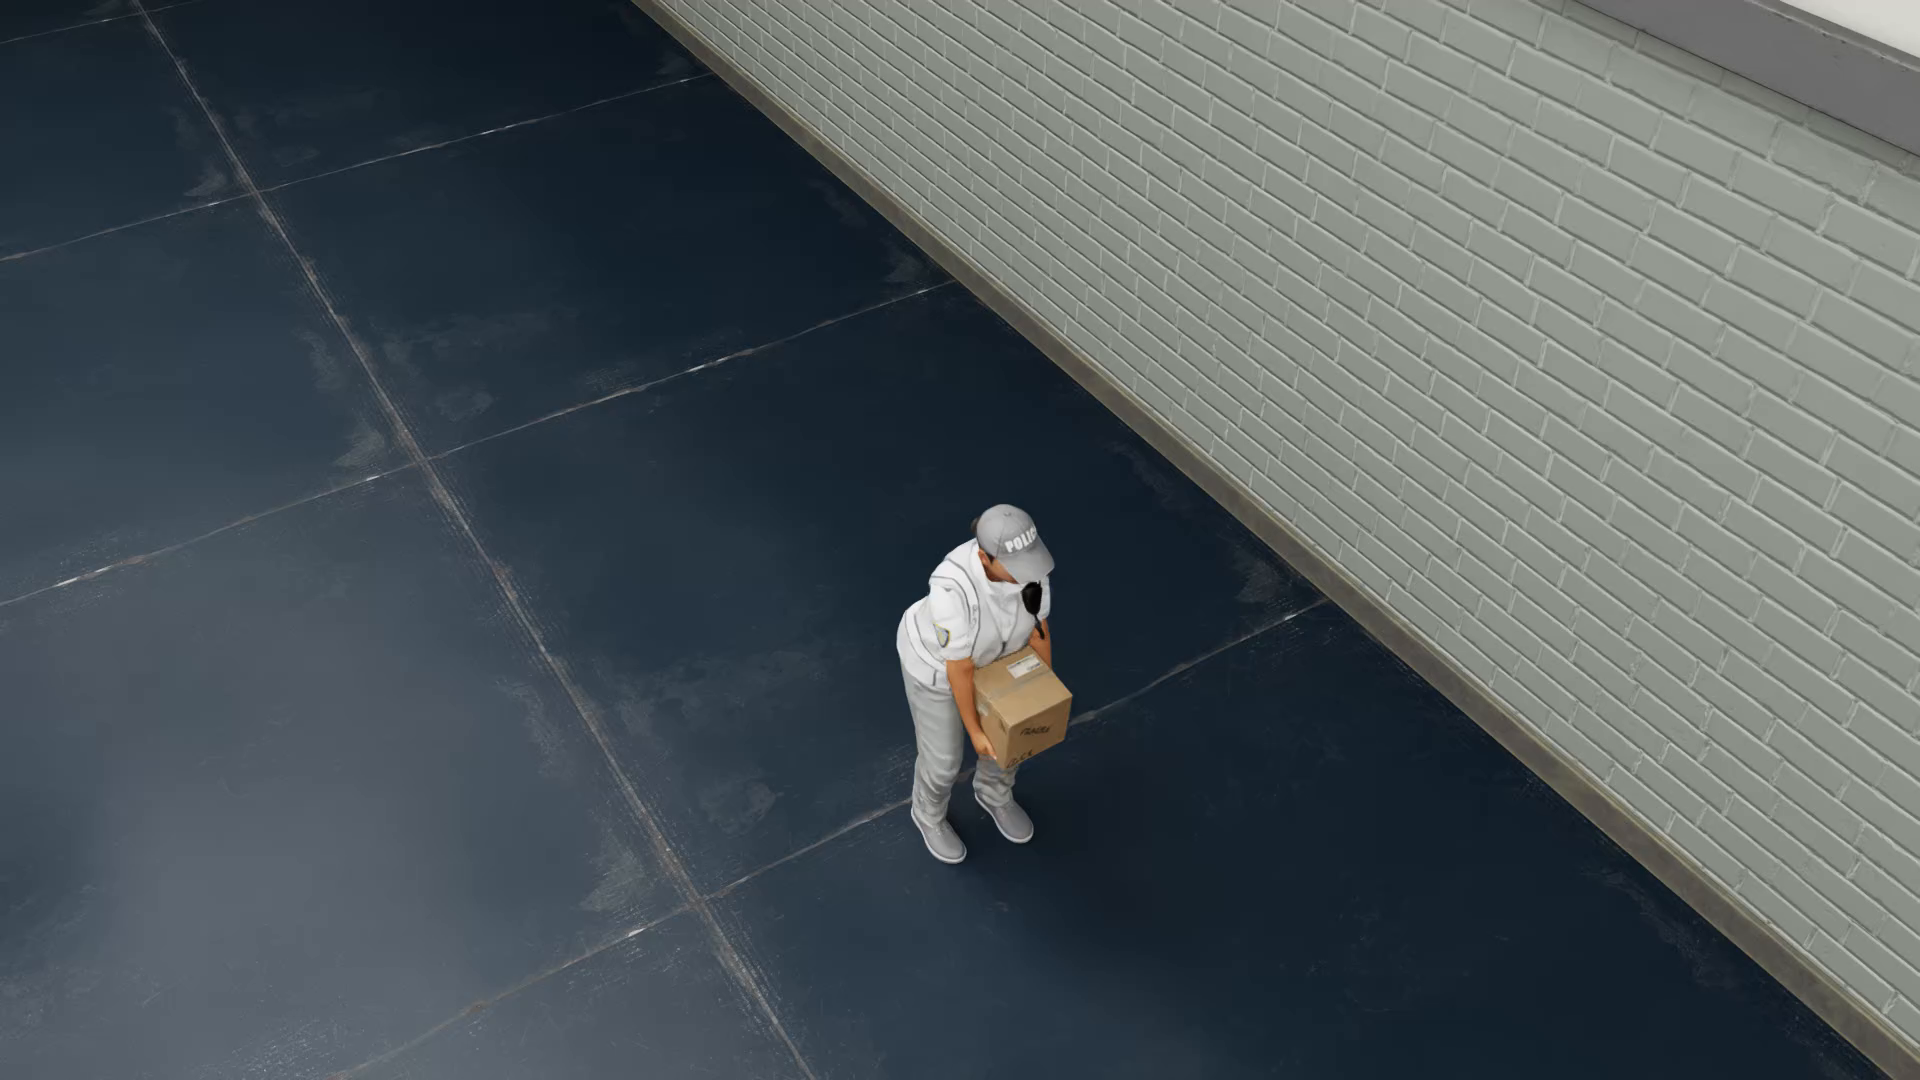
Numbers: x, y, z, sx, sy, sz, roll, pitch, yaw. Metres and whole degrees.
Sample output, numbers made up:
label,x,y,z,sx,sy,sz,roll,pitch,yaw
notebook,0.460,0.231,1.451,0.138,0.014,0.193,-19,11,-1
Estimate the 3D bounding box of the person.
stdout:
label,x,y,z,sx,sy,sz,roll,pitch,yaw
person,0.070,0.467,5.659,0.452,1.623,0.592,-23,46,-25
